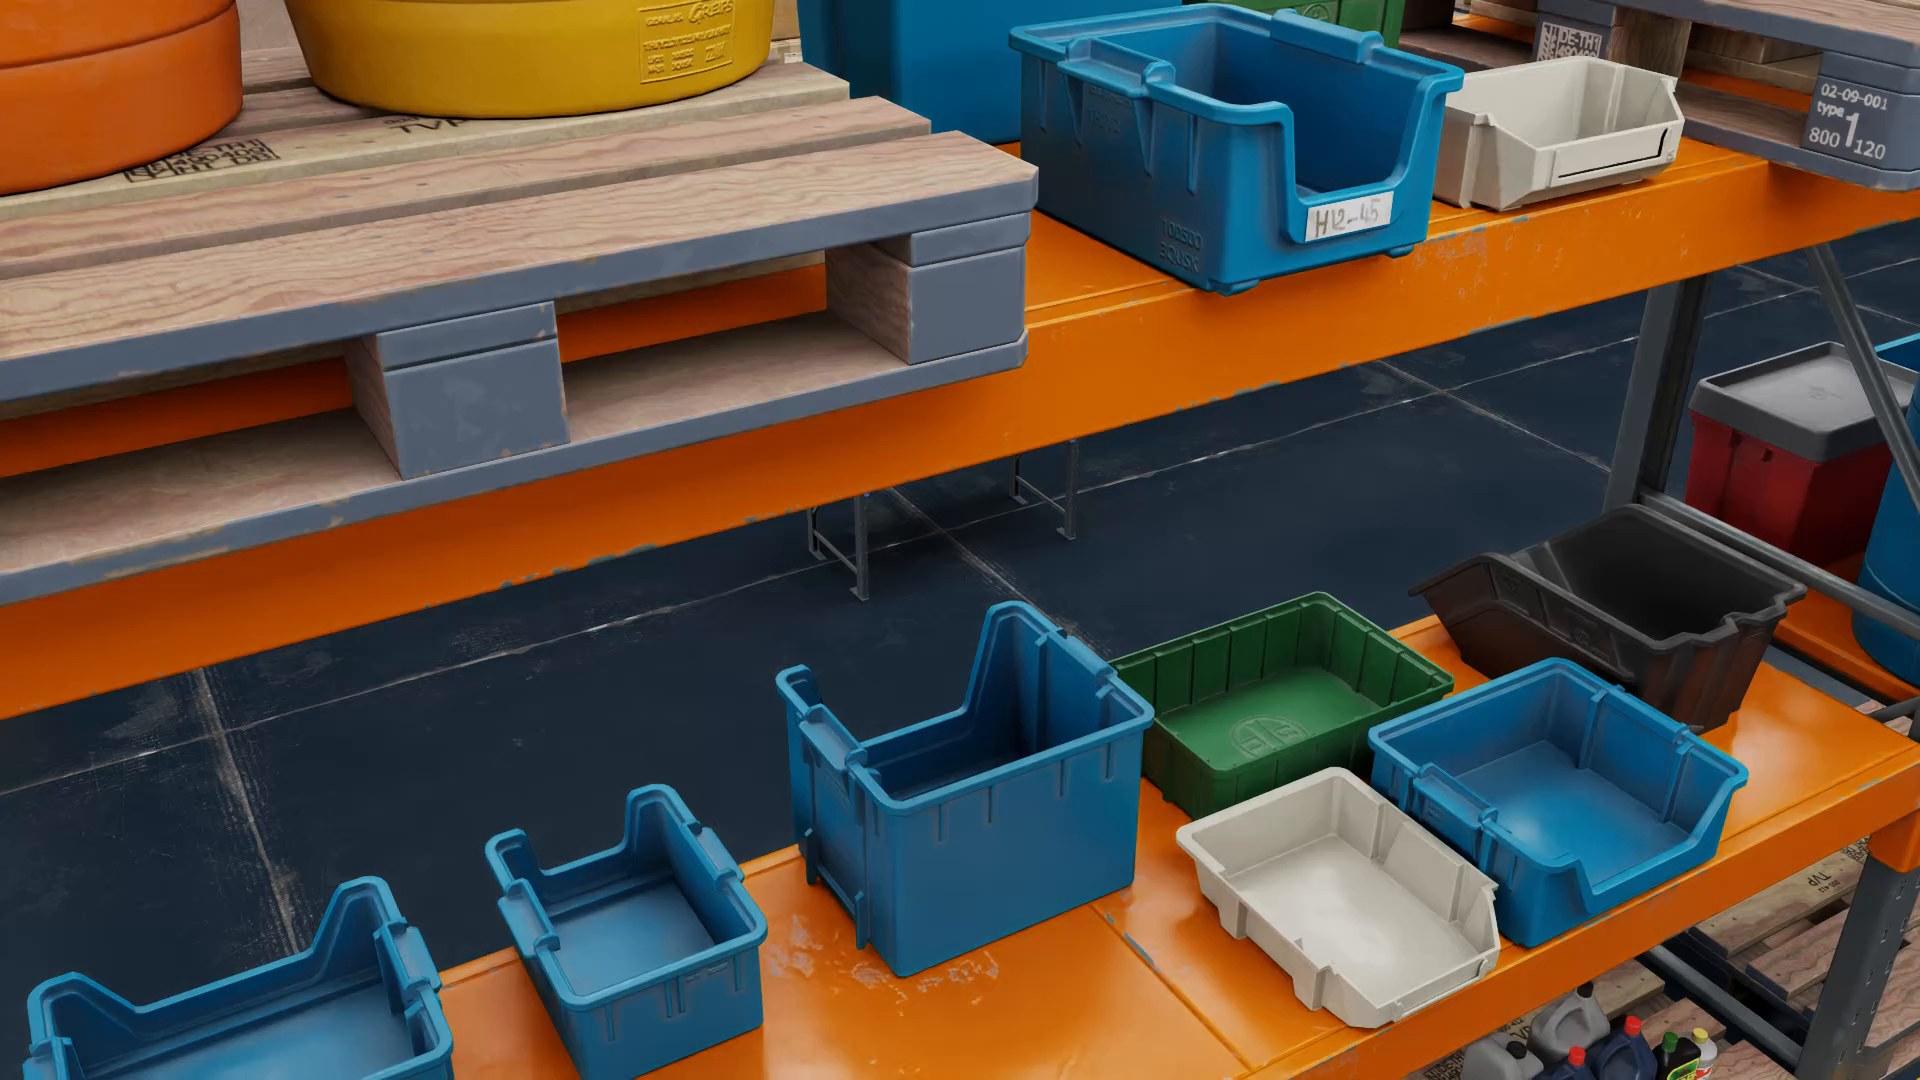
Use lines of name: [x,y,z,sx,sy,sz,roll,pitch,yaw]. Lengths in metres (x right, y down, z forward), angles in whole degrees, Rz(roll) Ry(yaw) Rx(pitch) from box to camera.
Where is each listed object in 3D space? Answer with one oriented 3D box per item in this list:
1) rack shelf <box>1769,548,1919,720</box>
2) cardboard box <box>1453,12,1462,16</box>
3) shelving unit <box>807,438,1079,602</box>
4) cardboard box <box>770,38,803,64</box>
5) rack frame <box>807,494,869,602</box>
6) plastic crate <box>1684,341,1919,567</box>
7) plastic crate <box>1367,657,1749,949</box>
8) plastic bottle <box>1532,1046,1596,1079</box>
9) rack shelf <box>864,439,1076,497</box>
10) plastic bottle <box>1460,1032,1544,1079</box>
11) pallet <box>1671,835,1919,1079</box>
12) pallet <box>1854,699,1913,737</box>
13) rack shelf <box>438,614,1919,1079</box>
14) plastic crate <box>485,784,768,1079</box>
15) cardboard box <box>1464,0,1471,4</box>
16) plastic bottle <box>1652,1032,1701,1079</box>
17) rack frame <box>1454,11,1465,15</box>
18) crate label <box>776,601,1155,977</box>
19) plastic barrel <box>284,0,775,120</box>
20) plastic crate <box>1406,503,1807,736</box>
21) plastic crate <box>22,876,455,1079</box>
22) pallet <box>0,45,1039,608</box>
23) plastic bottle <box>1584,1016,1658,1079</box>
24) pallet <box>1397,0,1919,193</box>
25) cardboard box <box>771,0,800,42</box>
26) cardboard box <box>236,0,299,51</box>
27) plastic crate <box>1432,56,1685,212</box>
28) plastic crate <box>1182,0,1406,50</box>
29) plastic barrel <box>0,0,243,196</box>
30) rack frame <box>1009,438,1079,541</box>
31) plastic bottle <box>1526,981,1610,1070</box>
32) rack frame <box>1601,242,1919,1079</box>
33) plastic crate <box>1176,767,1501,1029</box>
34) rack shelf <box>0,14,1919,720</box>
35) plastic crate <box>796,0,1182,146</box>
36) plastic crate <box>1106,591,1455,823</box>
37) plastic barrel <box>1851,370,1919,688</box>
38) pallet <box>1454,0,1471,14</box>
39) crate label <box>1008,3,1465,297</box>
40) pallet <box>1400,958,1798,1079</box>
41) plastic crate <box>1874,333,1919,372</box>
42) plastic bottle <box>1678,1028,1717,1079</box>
rack shelf: [3.727,-0.107,5.085,4.000,0.370,1.077,-16,33,-26]
cardboard box: [2.609,-2.867,9.432,0.500,0.311,0.500,-14,32,-23]
shelving unit: [-0.074,-0.636,6.850,1.048,1.500,0.538,-16,33,-26]
cardboard box: [-0.844,-2.110,7.193,0.250,0.149,0.380,-17,33,-27]
rack frame: [-0.512,-0.511,6.624,0.032,1.500,0.500,-16,33,-26]
plastic crate: [2.265,-0.207,4.454,0.583,0.464,0.402,-16,33,-26]
plastic crate: [1.186,0.516,3.364,0.616,0.251,0.499,-16,33,-26]
plastic bottle: [1.428,1.359,3.969,0.185,0.351,0.144,-18,33,-29]
rack shelf: [-0.074,-0.478,6.937,1.000,0.185,0.538,-16,33,-26]
plastic bottle: [1.331,1.336,4.088,0.135,0.276,0.152,-16,33,-26]
pallet: [2.660,1.080,5.075,1.213,0.211,1.003,-16,33,-26]
pallet: [3.713,0.779,5.620,1.213,0.211,1.003,-16,33,-26]
rack shelf: [0.278,0.872,3.311,4.000,0.370,1.077,-16,33,-26]
plastic crate: [-0.603,0.708,3.017,0.408,0.251,0.499,-16,33,-26]
cardboard box: [3.431,-3.405,9.778,0.700,0.500,0.500,22,36,34]
plastic bottle: [1.755,1.319,4.112,0.133,0.283,0.061,-14,32,-24]
rack frame: [2.945,-2.976,9.539,0.127,3.000,1.000,-16,33,-26]
crate label: [0.004,0.468,3.262,0.616,0.435,0.502,-16,33,-26]
plastic barrel: [-0.528,-0.865,1.980,0.600,0.588,0.600,0,29,0]
plastic crate: [1.487,0.169,3.903,0.504,0.338,0.767,-16,33,-26]
plastic crate: [-1.166,0.864,2.733,0.616,0.251,0.499,-16,33,-26]
pallet: [-0.683,-0.346,1.864,1.213,0.211,1.003,-16,33,-26]
plastic bottle: [1.593,1.312,4.054,0.185,0.351,0.144,-17,33,-28]
pallet: [1.430,-0.946,2.951,1.003,0.211,1.213,-16,33,-26]
cardboard box: [-0.883,-2.498,7.225,0.500,0.500,0.700,-16,33,-26]
cardboard box: [-2.613,-2.007,6.335,0.500,0.500,0.700,-16,33,-26]
plastic crate: [0.824,-0.569,2.346,0.396,0.136,0.243,-16,33,-26]
plastic crate: [0.504,-0.881,2.856,0.450,0.188,0.336,-16,33,-26]
plastic barrel: [-1.091,-0.811,1.631,0.708,0.830,0.600,-16,33,-26]
rack frame: [0.365,-0.760,7.075,0.032,1.500,0.500,-16,33,-26]
plastic bottle: [1.520,1.252,4.163,0.185,0.351,0.144,-16,33,-26]
rack frame: [2.003,0.067,4.024,0.127,3.000,1.000,-16,33,-26]
plastic crate: [0.731,0.686,3.176,0.437,0.136,0.530,-16,33,-26]
rack shelf: [0.278,-0.442,2.586,4.000,0.370,1.077,-16,33,-26]
plastic crate: [0.045,-0.852,2.602,0.575,0.384,0.392,-16,33,-26]
plastic crate: [0.689,0.375,3.686,0.662,0.188,0.450,-16,33,-26]
plastic barrel: [2.489,-0.121,3.845,0.708,0.901,0.600,-16,33,-26]
pallet: [3.494,-3.088,9.939,1.003,0.211,1.213,-16,33,-26]
crate label: [0.335,-0.522,2.142,0.408,0.251,0.502,-16,33,-26]
pallet: [1.402,1.435,4.431,1.213,0.211,1.003,-16,33,-26]
plastic crate: [2.796,-0.325,4.752,0.575,0.384,0.392,-16,33,-26]
plastic bottle: [1.848,1.318,4.198,0.097,0.201,0.097,0,29,0]
